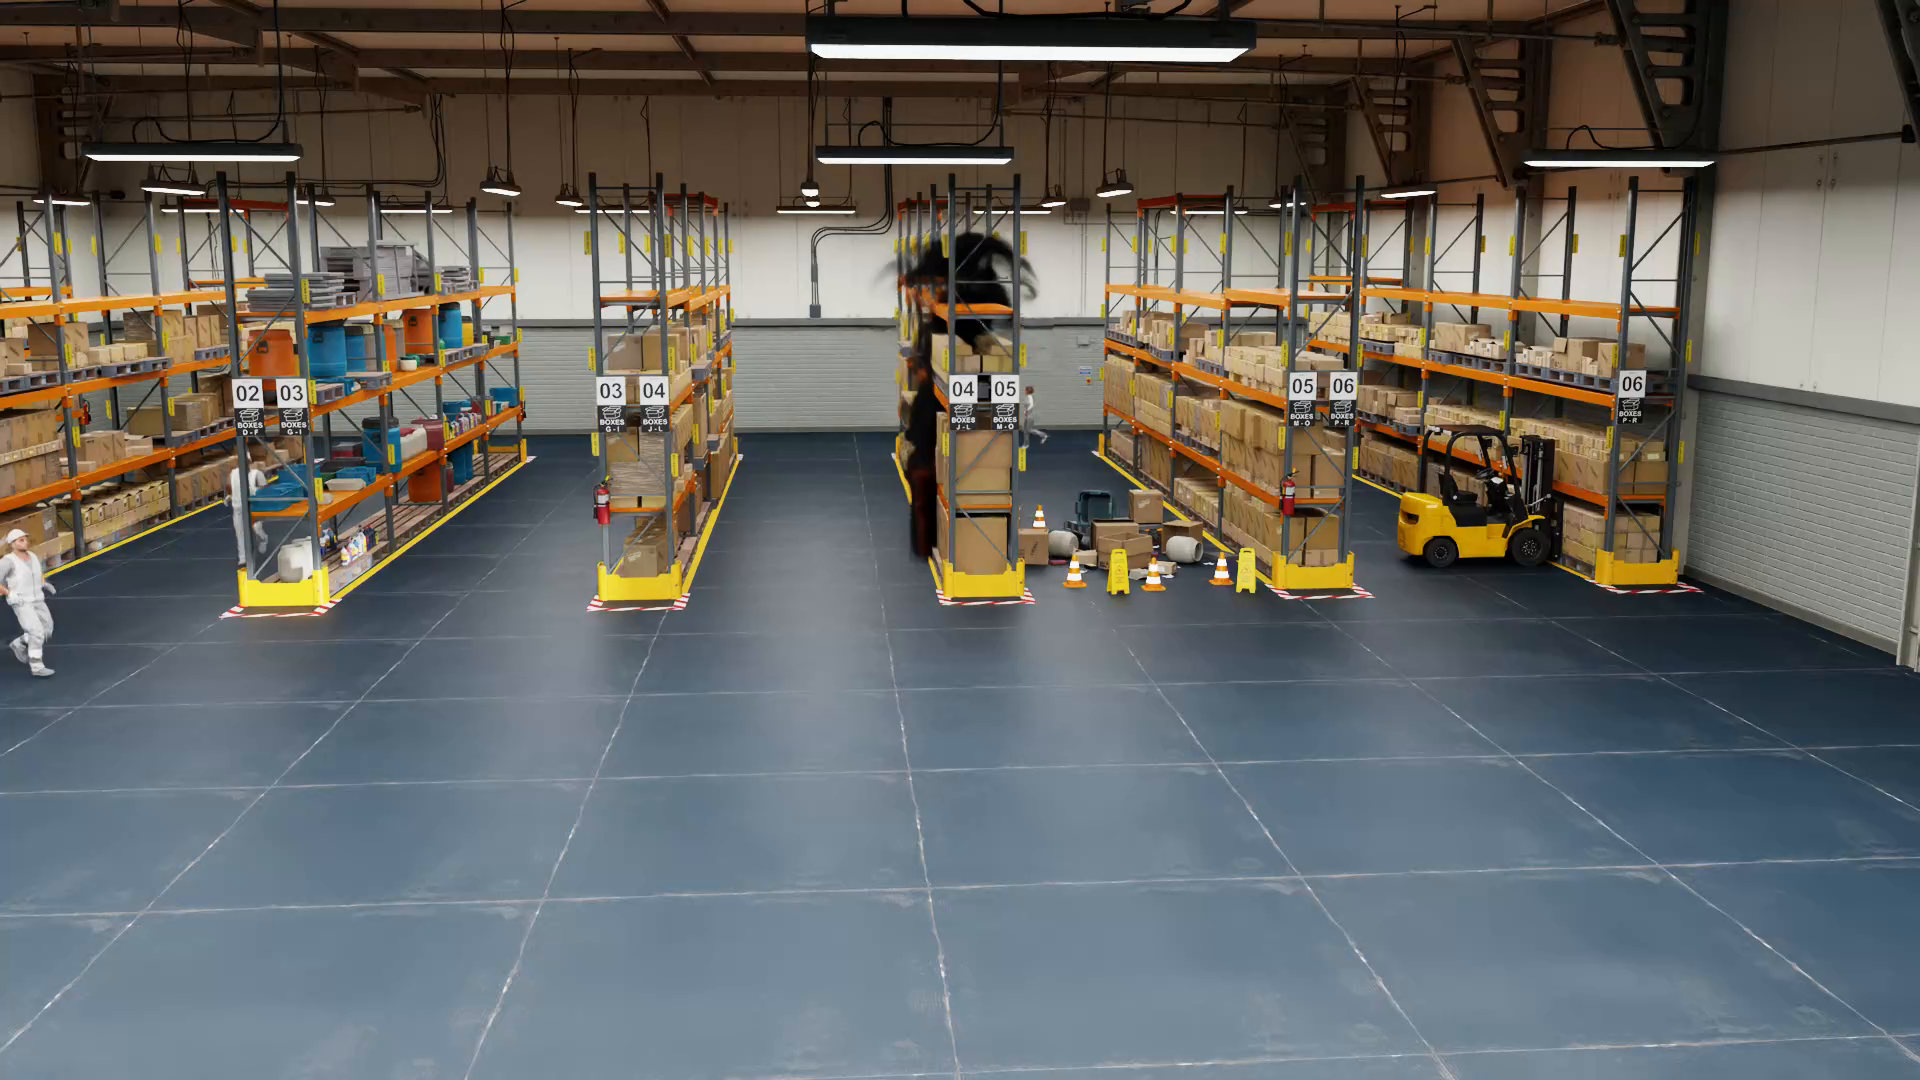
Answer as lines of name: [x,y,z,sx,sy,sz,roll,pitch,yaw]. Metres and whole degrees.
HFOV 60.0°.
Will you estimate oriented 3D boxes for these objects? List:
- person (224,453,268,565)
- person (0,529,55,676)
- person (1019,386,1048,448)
person: [-11.374,-0.520,26.536,0.696,1.763,0.941,-1,10,-7]
person: [-11.000,0.734,19.537,0.701,1.742,0.659,3,10,17]
person: [1.827,-3.037,41.374,0.725,1.598,0.554,1,10,3]
